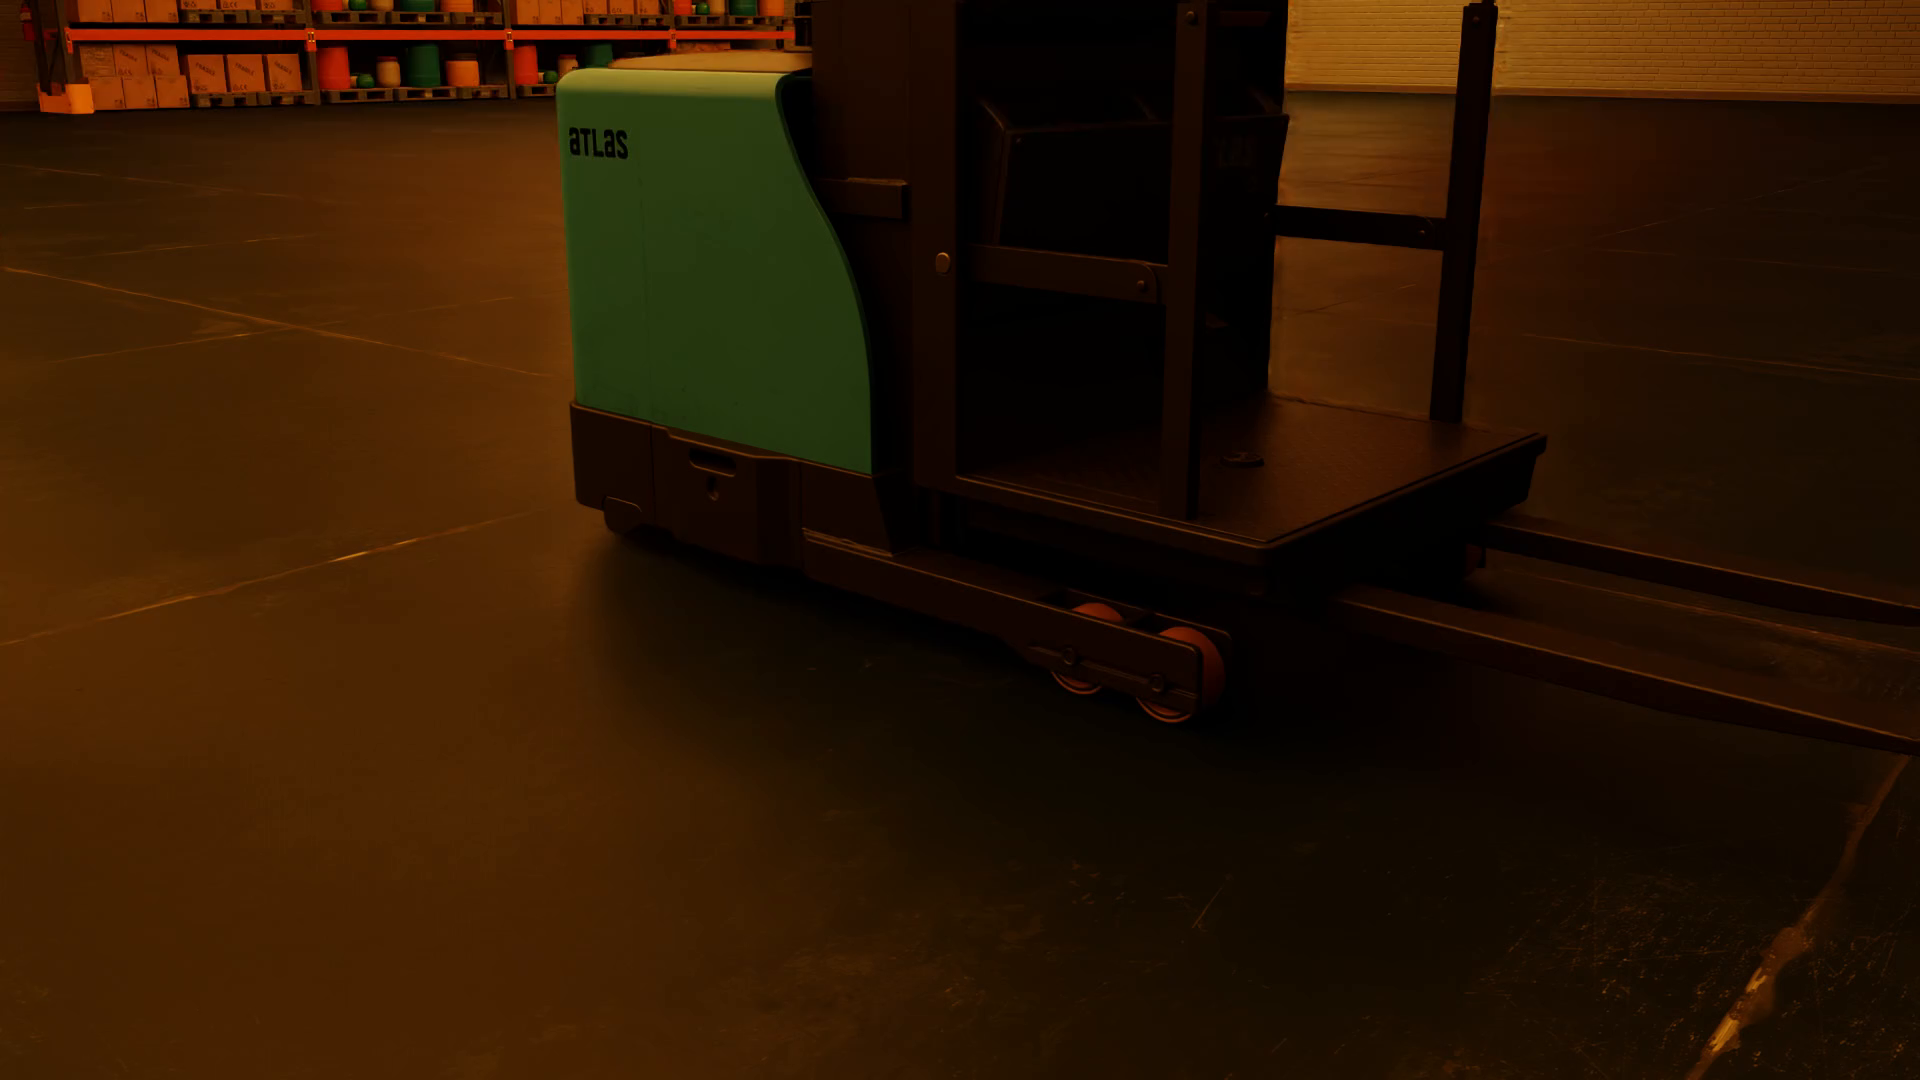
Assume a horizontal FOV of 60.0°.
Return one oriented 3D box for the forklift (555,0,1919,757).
[{"bbox_3d":[0.504,-1.255,3.031,3.031,2.935,1.130,15,22,40],"label":"forklift"}]
